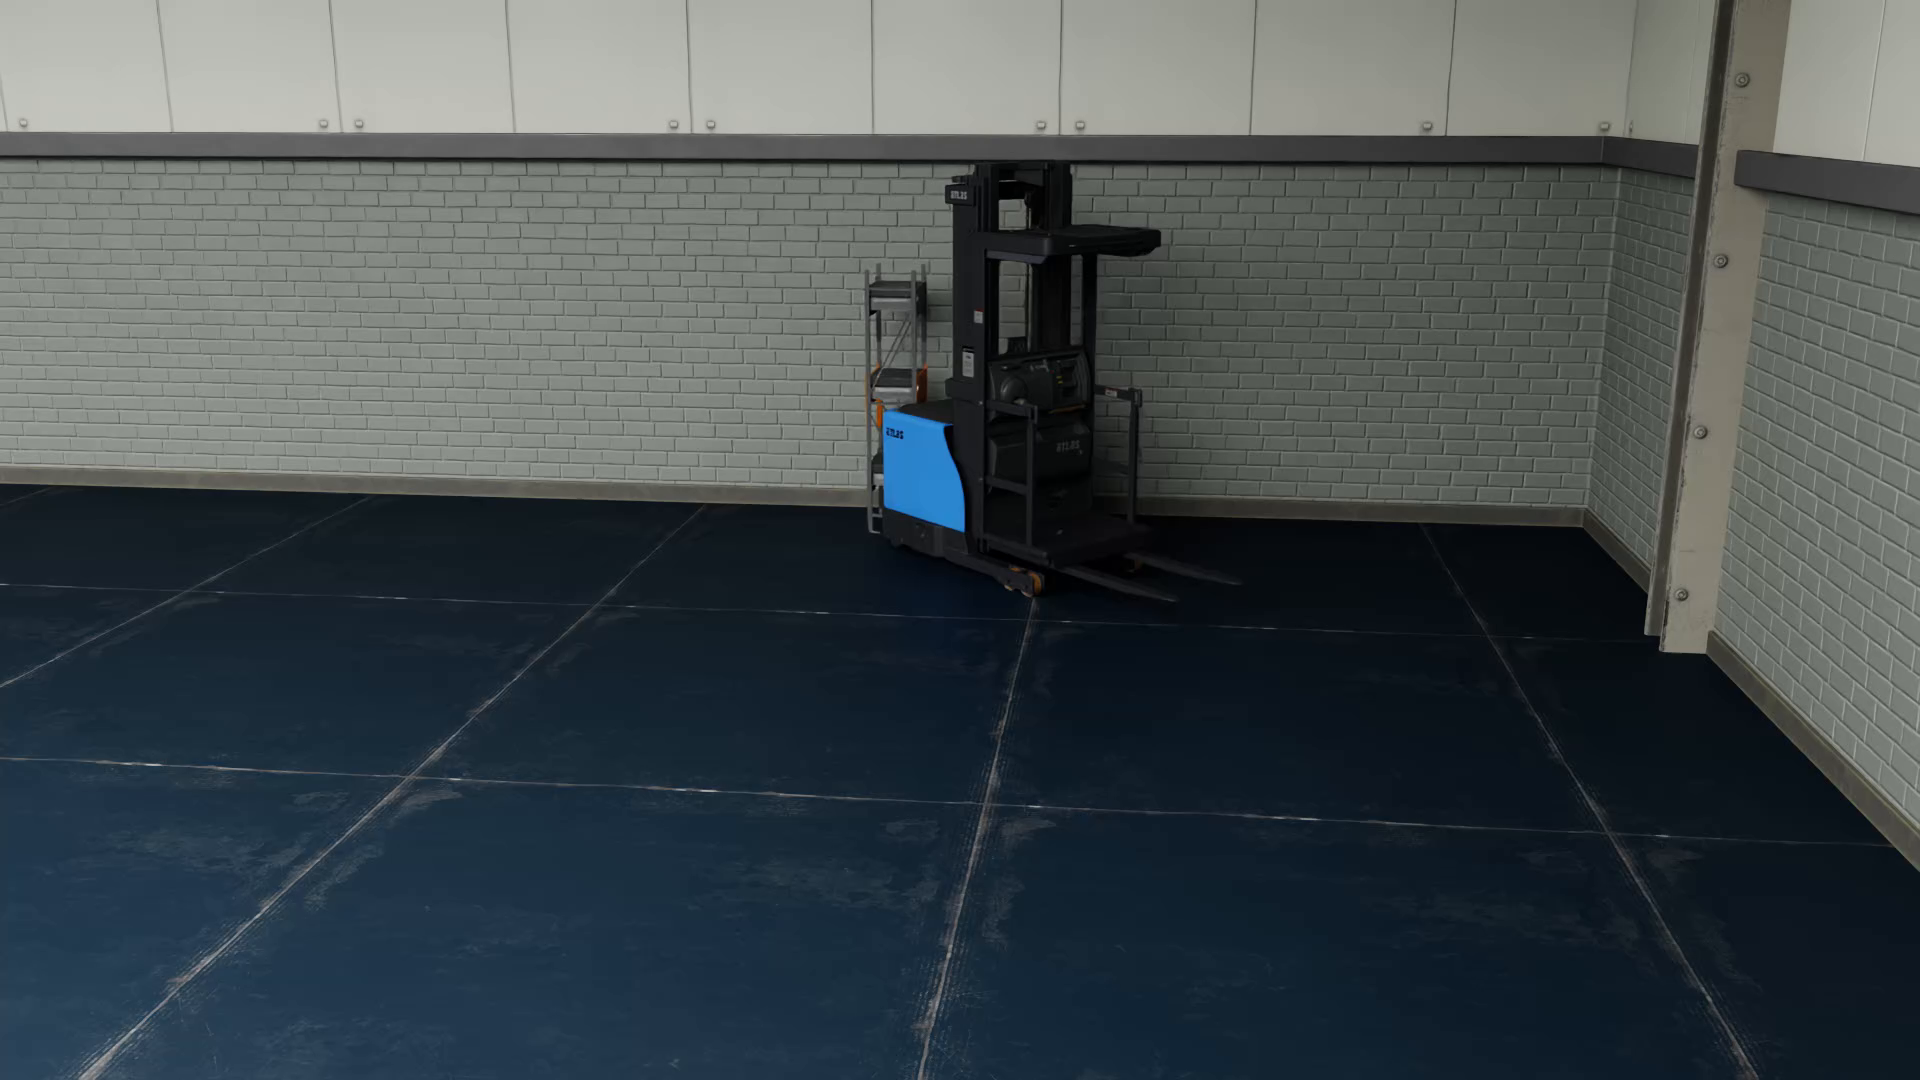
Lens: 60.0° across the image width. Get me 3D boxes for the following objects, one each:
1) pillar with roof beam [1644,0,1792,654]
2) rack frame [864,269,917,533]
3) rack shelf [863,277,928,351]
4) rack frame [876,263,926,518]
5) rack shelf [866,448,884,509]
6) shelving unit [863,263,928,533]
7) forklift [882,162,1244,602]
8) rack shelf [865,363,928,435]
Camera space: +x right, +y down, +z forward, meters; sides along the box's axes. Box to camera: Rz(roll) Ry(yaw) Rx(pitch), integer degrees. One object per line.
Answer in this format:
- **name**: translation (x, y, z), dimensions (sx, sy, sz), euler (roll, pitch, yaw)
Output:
- **pillar with roof beam**: translation (0.342, -3.808, 10.007), dimensions (9.100, 9.000, 0.400), euler (2, 15, 6)
- **rack frame**: translation (-0.538, -1.068, 13.088), dimensions (0.400, 2.100, 0.015), euler (2, 15, 8)
- **rack shelf**: translation (-0.505, -1.793, 13.142), dimensions (0.431, 0.518, 0.480), euler (2, 15, 8)
- **rack frame**: translation (-0.472, -1.194, 13.555), dimensions (0.400, 2.100, 0.015), euler (2, 15, 8)
- **rack shelf**: translation (-0.505, -0.442, 13.508), dimensions (0.431, 0.518, 0.480), euler (2, 15, 8)
- **shelving unit**: translation (-0.505, -1.131, 13.321), dimensions (0.431, 2.100, 0.503), euler (2, 15, 8)
- **forklift**: translation (0.710, -1.163, 11.847), dimensions (1.130, 2.935, 3.031), euler (-12, 19, -37)
- **rack shelf**: translation (-0.505, -1.118, 13.325), dimensions (0.431, 0.518, 0.480), euler (2, 15, 8)
